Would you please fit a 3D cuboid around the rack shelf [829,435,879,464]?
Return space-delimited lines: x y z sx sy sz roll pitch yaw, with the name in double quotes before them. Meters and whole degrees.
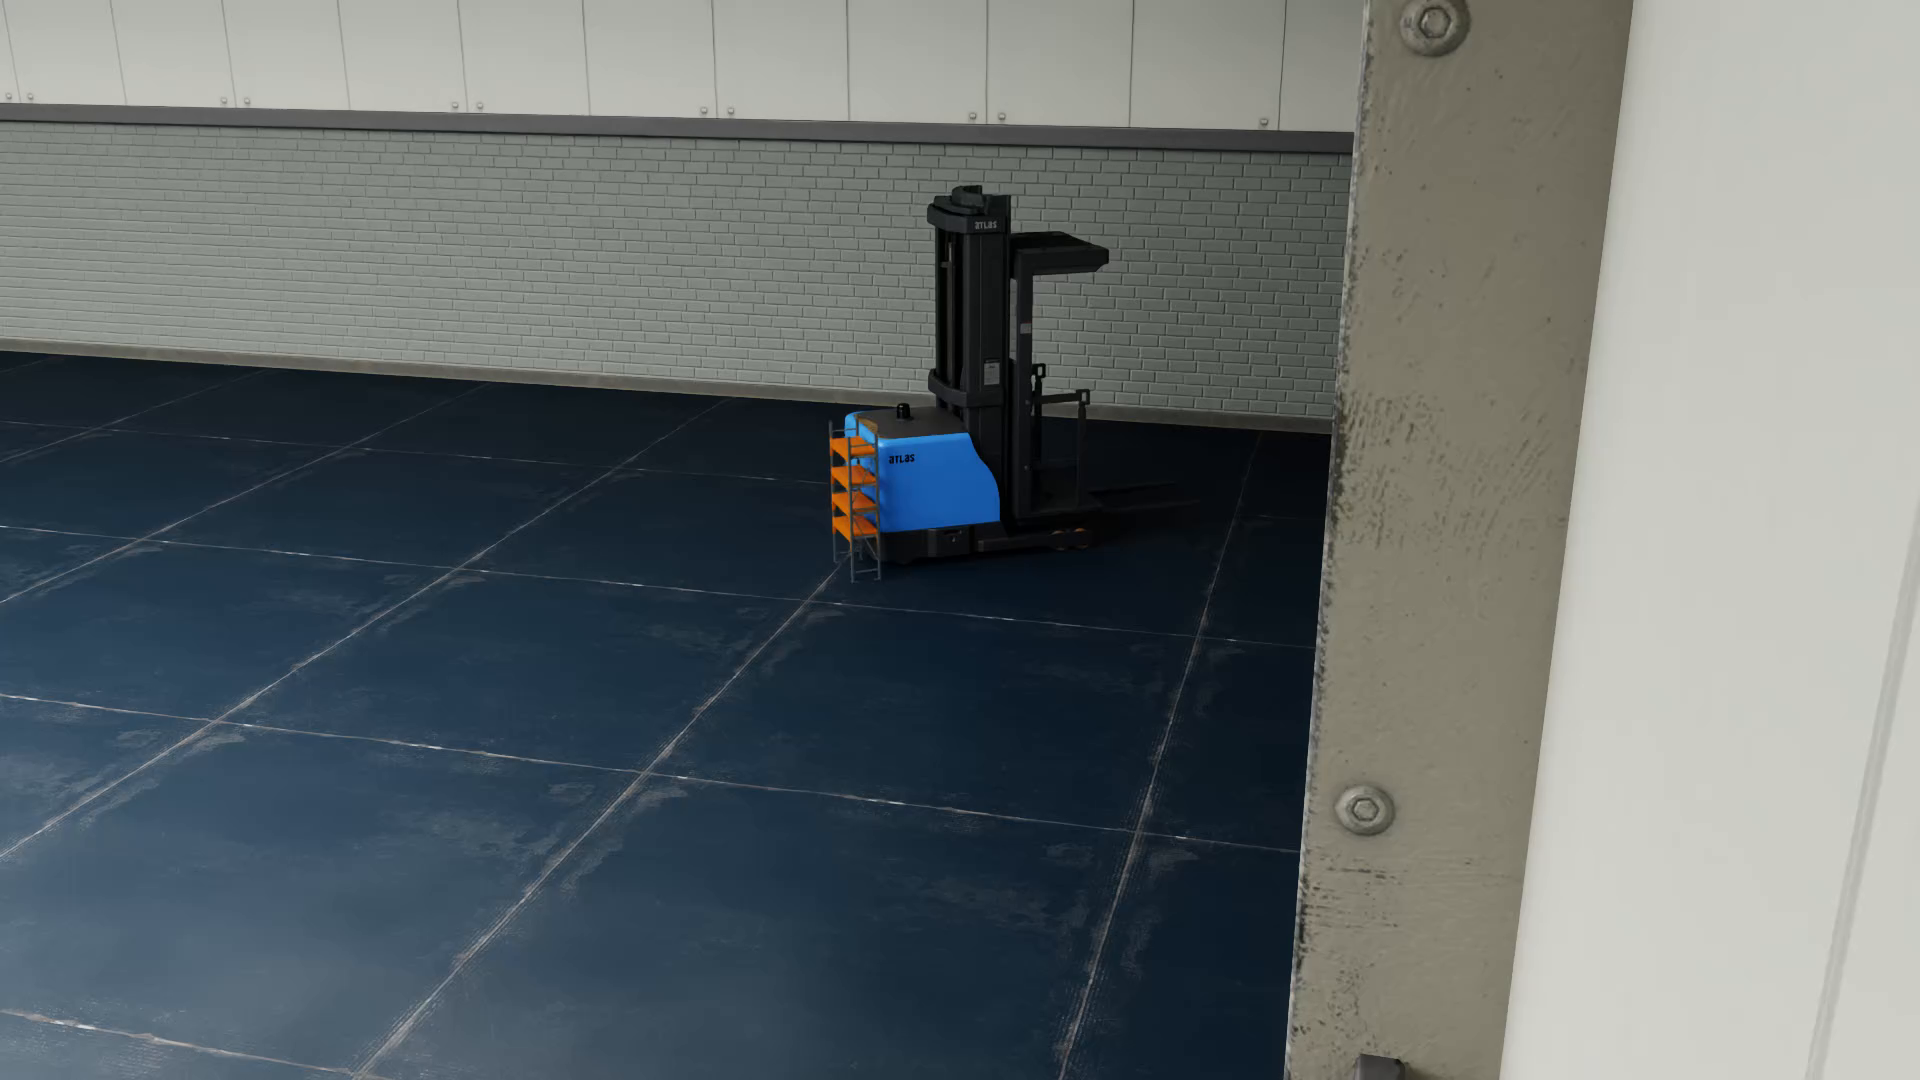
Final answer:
"rack shelf" -0.839 -0.690 13.132 0.258 0.148 0.480 -7 20 -20

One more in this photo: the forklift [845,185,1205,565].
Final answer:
"forklift" 0.592 -1.452 13.903 3.031 2.935 1.130 -6 20 -18

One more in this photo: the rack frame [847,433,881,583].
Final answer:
"rack frame" -0.749 -0.245 13.044 0.240 1.200 0.015 -7 20 -20

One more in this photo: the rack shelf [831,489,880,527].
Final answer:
"rack shelf" -0.836 -0.255 13.282 0.258 0.148 0.480 -7 20 -20

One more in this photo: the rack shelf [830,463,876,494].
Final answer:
"rack shelf" -0.838 -0.466 13.209 0.258 0.148 0.480 -7 20 -20

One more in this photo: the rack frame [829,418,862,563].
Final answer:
"rack frame" -0.924 -0.392 13.476 0.240 1.200 0.015 -7 20 -20

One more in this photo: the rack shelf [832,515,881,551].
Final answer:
"rack shelf" -0.835 -0.067 13.346 0.258 0.148 0.480 -7 20 -20

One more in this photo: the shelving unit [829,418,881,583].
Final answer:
"shelving unit" -0.836 -0.318 13.260 0.258 1.200 0.503 -7 20 -20
